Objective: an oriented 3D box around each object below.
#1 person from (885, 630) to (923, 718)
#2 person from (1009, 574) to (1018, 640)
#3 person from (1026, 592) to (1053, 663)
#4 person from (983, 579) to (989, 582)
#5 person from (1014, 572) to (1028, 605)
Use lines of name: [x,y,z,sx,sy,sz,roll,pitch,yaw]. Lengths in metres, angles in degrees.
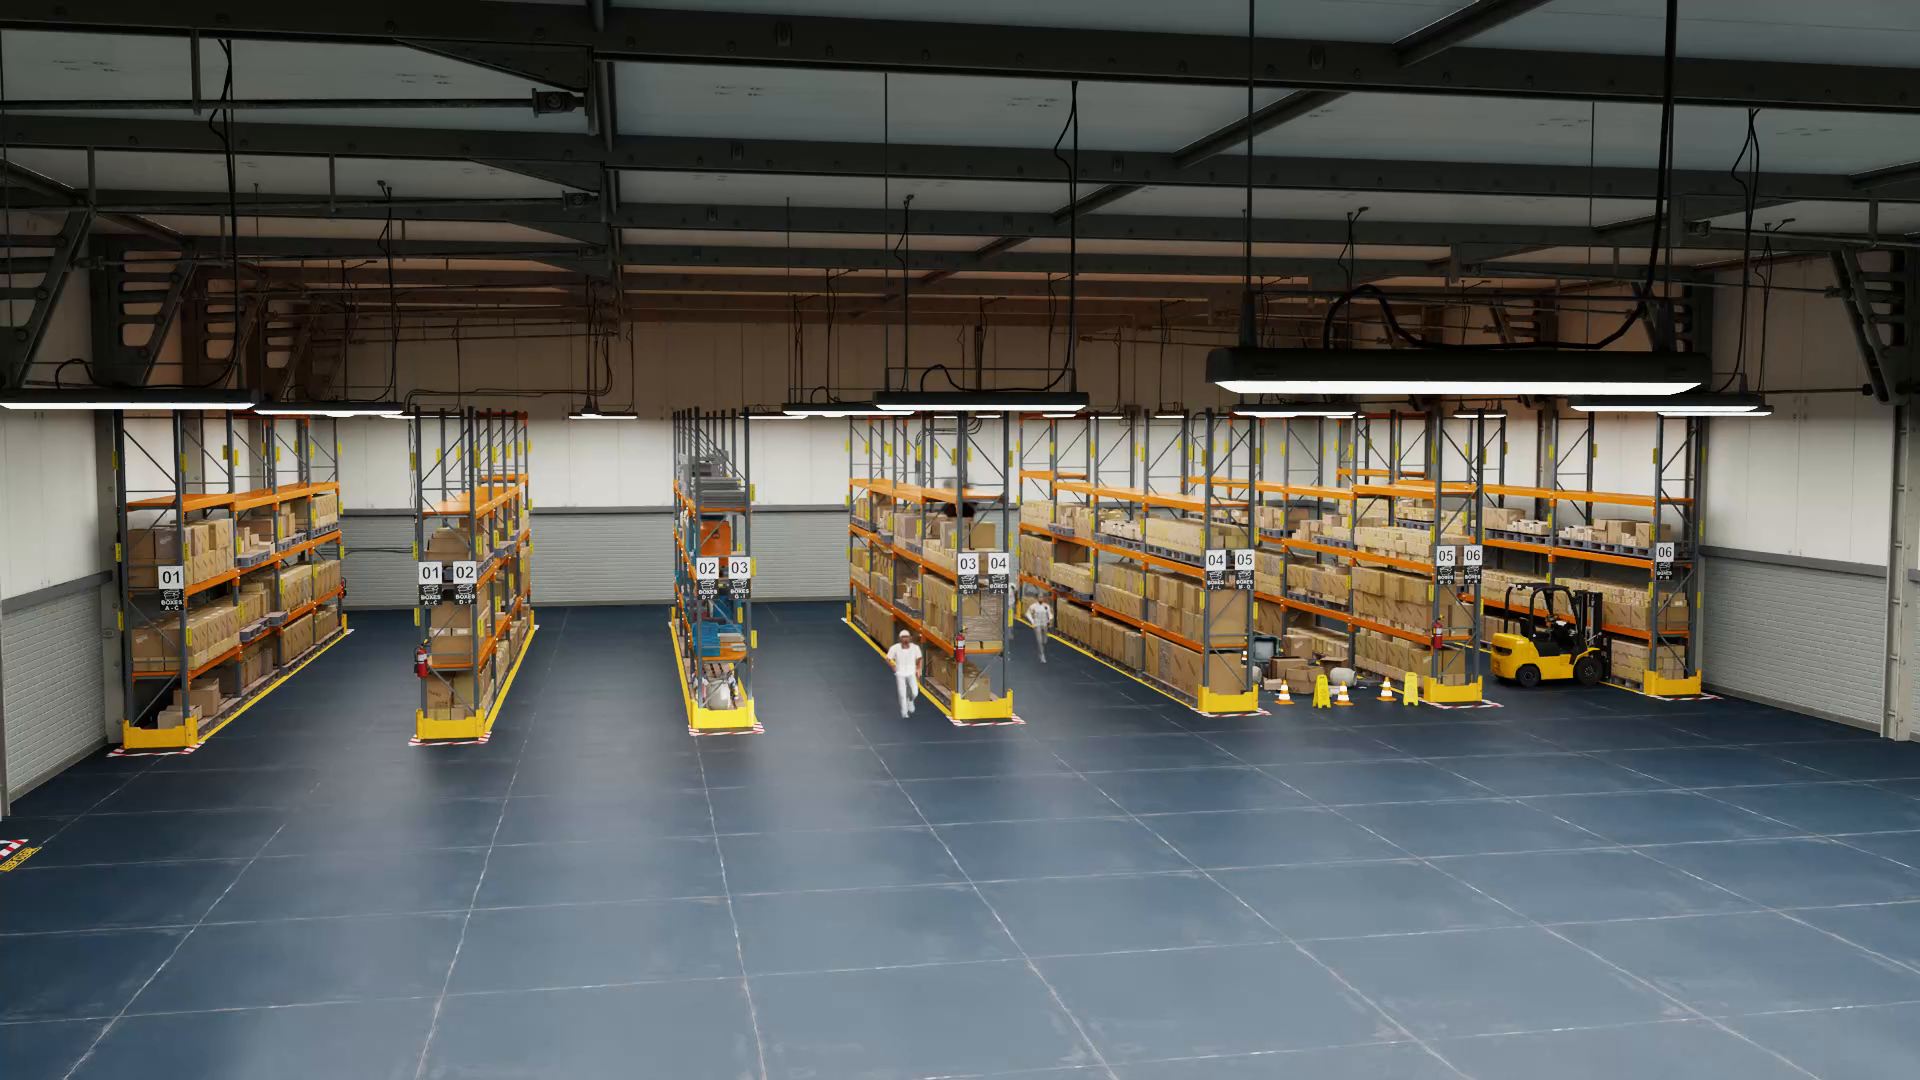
person: [-1.062,2.594,32.081,0.733,1.724,0.565,-1,4,-10]
person: [1.264,1.750,44.102,0.582,1.743,0.832,0,4,-3]
person: [1.906,2.062,39.660,0.627,1.677,0.766,-1,4,-12]
person: [0.796,1.567,46.950,0.548,1.593,0.839,-1,4,-8]
person: [1.872,1.385,49.557,0.563,1.633,0.544,-2,5,-27]
